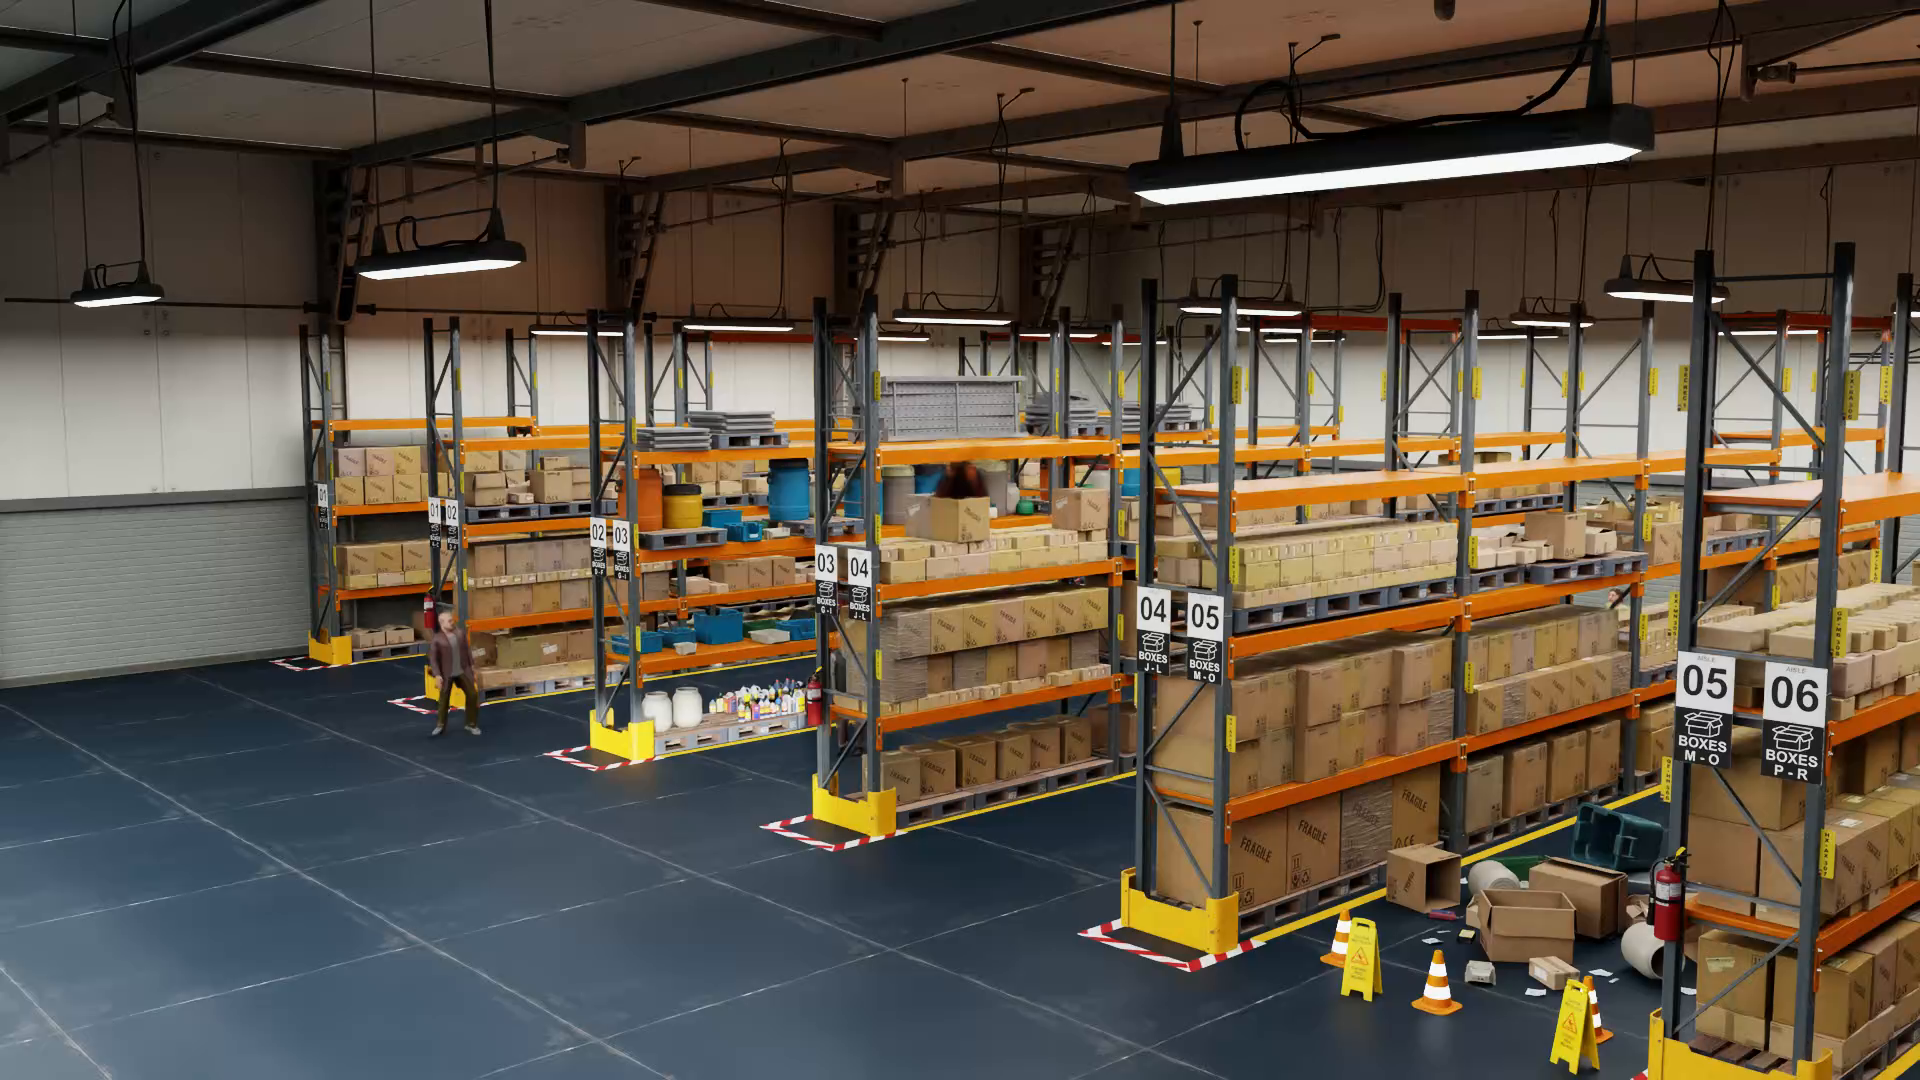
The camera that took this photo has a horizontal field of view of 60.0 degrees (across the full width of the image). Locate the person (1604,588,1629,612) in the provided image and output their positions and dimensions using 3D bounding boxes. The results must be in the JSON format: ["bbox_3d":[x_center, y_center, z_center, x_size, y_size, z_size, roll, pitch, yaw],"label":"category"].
[{"bbox_3d":[10.572,1.595,26.895,0.997,1.643,0.596,-6,8,-44],"label":"person"}]

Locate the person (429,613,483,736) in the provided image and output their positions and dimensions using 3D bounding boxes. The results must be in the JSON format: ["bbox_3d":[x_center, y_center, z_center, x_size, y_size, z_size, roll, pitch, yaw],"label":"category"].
[{"bbox_3d":[-7.198,1.922,23.648,0.701,1.800,0.614,-3,7,-31],"label":"person"}]

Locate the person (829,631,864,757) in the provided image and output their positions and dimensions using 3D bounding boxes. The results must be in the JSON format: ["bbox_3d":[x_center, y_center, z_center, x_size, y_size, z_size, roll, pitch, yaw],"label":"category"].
[{"bbox_3d":[-1.471,2.066,22.334,0.601,1.716,0.418,0,6,2],"label":"person"}]
